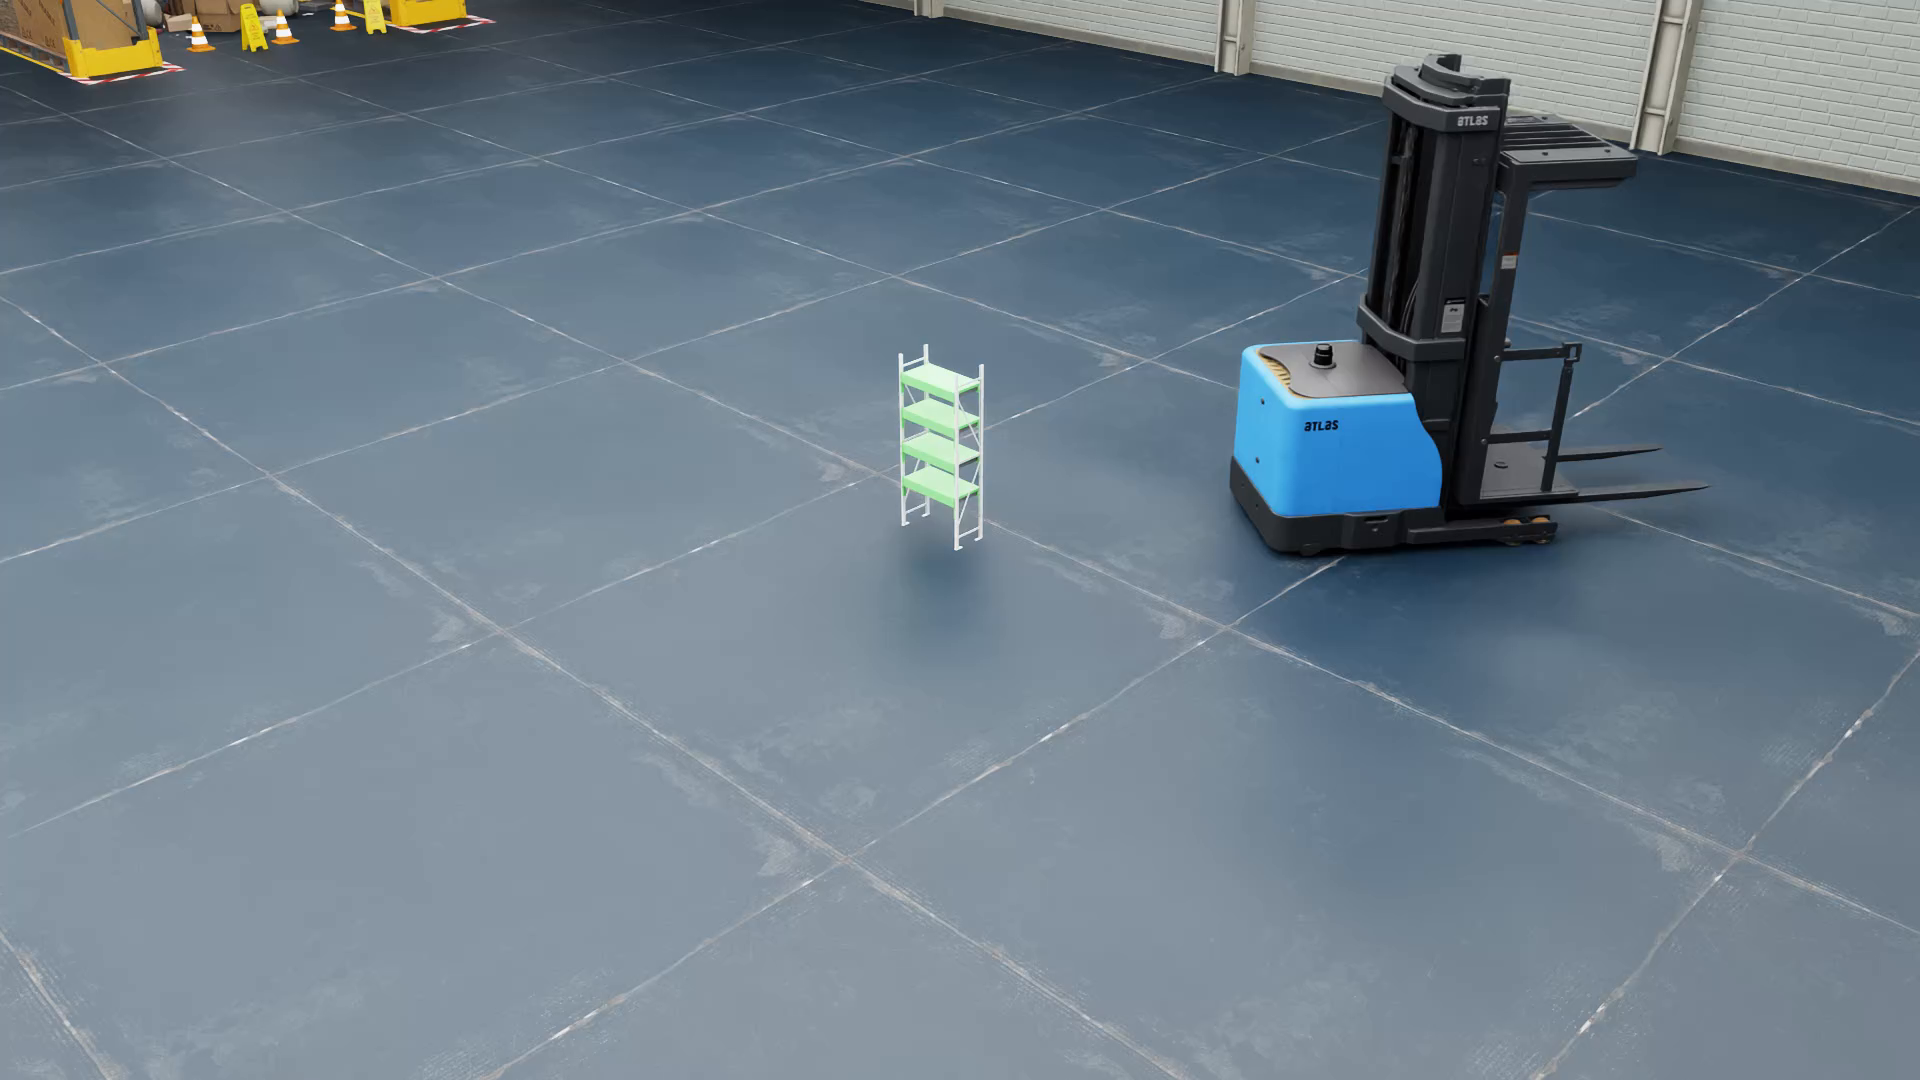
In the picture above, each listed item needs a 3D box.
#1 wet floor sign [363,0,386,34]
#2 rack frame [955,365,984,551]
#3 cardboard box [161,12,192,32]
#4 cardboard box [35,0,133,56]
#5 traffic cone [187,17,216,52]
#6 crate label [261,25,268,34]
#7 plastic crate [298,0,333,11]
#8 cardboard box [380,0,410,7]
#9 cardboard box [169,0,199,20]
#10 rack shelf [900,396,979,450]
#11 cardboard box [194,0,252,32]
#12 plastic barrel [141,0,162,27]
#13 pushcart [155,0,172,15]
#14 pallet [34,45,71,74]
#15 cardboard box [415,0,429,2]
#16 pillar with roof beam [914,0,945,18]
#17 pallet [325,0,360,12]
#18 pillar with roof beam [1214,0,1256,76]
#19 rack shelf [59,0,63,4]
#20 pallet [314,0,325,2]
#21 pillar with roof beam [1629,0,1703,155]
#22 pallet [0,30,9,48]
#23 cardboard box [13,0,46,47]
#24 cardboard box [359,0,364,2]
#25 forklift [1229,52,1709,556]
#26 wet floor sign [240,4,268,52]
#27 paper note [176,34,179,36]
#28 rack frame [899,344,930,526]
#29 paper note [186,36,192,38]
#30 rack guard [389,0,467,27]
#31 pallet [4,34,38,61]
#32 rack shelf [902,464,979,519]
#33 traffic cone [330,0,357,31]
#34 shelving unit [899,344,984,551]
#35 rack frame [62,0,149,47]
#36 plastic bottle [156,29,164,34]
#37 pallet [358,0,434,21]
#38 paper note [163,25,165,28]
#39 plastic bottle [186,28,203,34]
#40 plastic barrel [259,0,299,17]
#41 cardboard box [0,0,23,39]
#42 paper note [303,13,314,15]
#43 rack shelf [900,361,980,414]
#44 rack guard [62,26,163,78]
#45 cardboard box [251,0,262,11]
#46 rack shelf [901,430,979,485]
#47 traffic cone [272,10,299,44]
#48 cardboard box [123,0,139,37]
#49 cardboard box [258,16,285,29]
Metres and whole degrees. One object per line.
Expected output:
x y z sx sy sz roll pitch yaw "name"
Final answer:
-8.999 -8.120 25.493 0.267 0.644 0.232 -13 30 -22 "wet floor sign"
0.056 -0.505 10.415 0.015 1.200 0.240 25 36 38 "rack frame"
-12.118 -8.049 25.765 0.396 0.266 0.258 -18 33 -31 "cardboard box"
-12.313 -7.348 23.327 0.875 0.875 0.875 25 37 39 "cardboard box"
-11.166 -7.425 24.367 0.334 0.463 0.336 25 36 38 "traffic cone"
-10.735 -7.781 25.394 0.298 0.136 0.250 7 29 13 "crate label"
-10.692 -8.808 27.408 0.583 0.080 0.402 12 30 22 "plastic crate"
-9.167 -8.730 26.627 0.500 0.250 0.500 24 36 38 "cardboard box"
-12.085 -8.570 26.355 0.503 0.637 0.797 25 36 38 "cardboard box"
-0.118 -0.741 10.485 0.480 0.148 0.258 25 36 38 "rack shelf"
-11.412 -8.207 25.811 0.637 0.503 0.797 2 28 4 "cardboard box"
-12.751 -8.207 25.897 0.512 0.421 0.421 -3 28 -5 "plastic barrel"
-12.800 -8.951 27.360 0.936 0.377 1.648 12 30 22 "pushcart"
-12.408 -6.904 23.647 1.213 0.211 1.003 25 36 38 "pallet"
-8.766 -8.903 26.955 0.500 0.250 0.500 24 36 38 "cardboard box"
-3.512 -11.023 22.037 0.400 9.000 9.100 25 36 38 "pillar with roof beam"
-9.859 -9.045 27.717 1.213 0.211 1.003 25 36 38 "pallet"
0.767 -9.065 18.314 0.400 9.000 9.100 25 36 38 "pillar with roof beam"
-13.209 -8.238 23.960 4.000 0.370 1.077 25 36 38 "rack shelf"
-10.733 -9.443 28.475 1.213 0.211 1.003 25 36 38 "pallet"
5.045 -7.107 14.591 0.400 9.000 9.100 25 36 38 "pillar with roof beam"
-14.148 -7.700 25.161 1.213 0.211 1.003 25 36 38 "pallet"
-12.942 -7.635 23.872 0.875 0.875 0.875 24 36 38 "cardboard box"
-9.513 -8.894 26.938 0.500 0.250 0.500 25 37 39 "cardboard box"
3.386 -1.501 10.449 3.031 2.935 1.130 -4 28 -8 "forklift"
-10.374 -7.509 24.331 0.232 0.644 0.267 18 33 30 "wet floor sign"
-11.960 -7.719 25.412 0.032 0.001 0.123 -7 29 -14 "paper note"
-0.292 -0.665 10.718 0.015 1.200 0.240 25 36 38 "rack frame"
-11.681 -7.650 25.261 0.144 0.017 0.142 -13 30 -22 "paper note"
-8.439 -8.498 26.367 0.348 0.500 1.175 25 36 38 "rack guard"
-13.274 -7.302 24.404 1.213 0.211 1.003 25 36 38 "pallet"
-0.118 -0.316 10.708 0.480 0.148 0.258 25 36 38 "rack shelf"
-9.596 -8.169 25.781 0.334 0.463 0.336 25 36 38 "traffic cone"
-0.118 -0.585 10.567 0.503 1.200 0.258 25 36 38 "shelving unit"
-11.783 -7.903 22.551 0.127 3.000 1.000 25 36 38 "rack frame"
-12.354 -7.793 25.498 0.133 0.061 0.283 12 30 22 "plastic bottle"
-8.993 -8.647 26.961 1.213 0.211 1.003 25 36 38 "pallet"
-12.384 -8.055 26.038 0.172 0.023 0.155 -13 30 -22 "paper note"
-11.786 -7.819 25.548 0.283 0.061 0.133 12 30 22 "plastic bottle"
-10.919 -8.610 26.664 0.512 0.421 0.421 -3 28 -5 "plastic barrel"
-13.590 -7.933 24.439 0.875 0.875 0.875 25 37 39 "cardboard box"
-10.543 -8.512 26.898 0.148 0.019 0.142 12 30 22 "paper note"
-0.118 -0.953 10.373 0.480 0.148 0.258 25 36 38 "rack shelf"
-11.766 -6.789 23.118 0.348 0.500 1.175 25 36 38 "rack guard"
-11.427 -8.978 27.278 0.500 0.500 0.500 -3 28 -5 "cardboard box"
-0.118 -0.529 10.597 0.480 0.148 0.258 25 36 38 "rack shelf"
-10.131 -7.689 24.869 0.334 0.463 0.336 25 36 38 "traffic cone"
-12.809 -7.937 25.299 0.500 0.500 0.500 -18 33 -31 "cardboard box"
-10.735 -8.074 25.939 0.380 0.149 0.250 -7 29 -14 "cardboard box"
